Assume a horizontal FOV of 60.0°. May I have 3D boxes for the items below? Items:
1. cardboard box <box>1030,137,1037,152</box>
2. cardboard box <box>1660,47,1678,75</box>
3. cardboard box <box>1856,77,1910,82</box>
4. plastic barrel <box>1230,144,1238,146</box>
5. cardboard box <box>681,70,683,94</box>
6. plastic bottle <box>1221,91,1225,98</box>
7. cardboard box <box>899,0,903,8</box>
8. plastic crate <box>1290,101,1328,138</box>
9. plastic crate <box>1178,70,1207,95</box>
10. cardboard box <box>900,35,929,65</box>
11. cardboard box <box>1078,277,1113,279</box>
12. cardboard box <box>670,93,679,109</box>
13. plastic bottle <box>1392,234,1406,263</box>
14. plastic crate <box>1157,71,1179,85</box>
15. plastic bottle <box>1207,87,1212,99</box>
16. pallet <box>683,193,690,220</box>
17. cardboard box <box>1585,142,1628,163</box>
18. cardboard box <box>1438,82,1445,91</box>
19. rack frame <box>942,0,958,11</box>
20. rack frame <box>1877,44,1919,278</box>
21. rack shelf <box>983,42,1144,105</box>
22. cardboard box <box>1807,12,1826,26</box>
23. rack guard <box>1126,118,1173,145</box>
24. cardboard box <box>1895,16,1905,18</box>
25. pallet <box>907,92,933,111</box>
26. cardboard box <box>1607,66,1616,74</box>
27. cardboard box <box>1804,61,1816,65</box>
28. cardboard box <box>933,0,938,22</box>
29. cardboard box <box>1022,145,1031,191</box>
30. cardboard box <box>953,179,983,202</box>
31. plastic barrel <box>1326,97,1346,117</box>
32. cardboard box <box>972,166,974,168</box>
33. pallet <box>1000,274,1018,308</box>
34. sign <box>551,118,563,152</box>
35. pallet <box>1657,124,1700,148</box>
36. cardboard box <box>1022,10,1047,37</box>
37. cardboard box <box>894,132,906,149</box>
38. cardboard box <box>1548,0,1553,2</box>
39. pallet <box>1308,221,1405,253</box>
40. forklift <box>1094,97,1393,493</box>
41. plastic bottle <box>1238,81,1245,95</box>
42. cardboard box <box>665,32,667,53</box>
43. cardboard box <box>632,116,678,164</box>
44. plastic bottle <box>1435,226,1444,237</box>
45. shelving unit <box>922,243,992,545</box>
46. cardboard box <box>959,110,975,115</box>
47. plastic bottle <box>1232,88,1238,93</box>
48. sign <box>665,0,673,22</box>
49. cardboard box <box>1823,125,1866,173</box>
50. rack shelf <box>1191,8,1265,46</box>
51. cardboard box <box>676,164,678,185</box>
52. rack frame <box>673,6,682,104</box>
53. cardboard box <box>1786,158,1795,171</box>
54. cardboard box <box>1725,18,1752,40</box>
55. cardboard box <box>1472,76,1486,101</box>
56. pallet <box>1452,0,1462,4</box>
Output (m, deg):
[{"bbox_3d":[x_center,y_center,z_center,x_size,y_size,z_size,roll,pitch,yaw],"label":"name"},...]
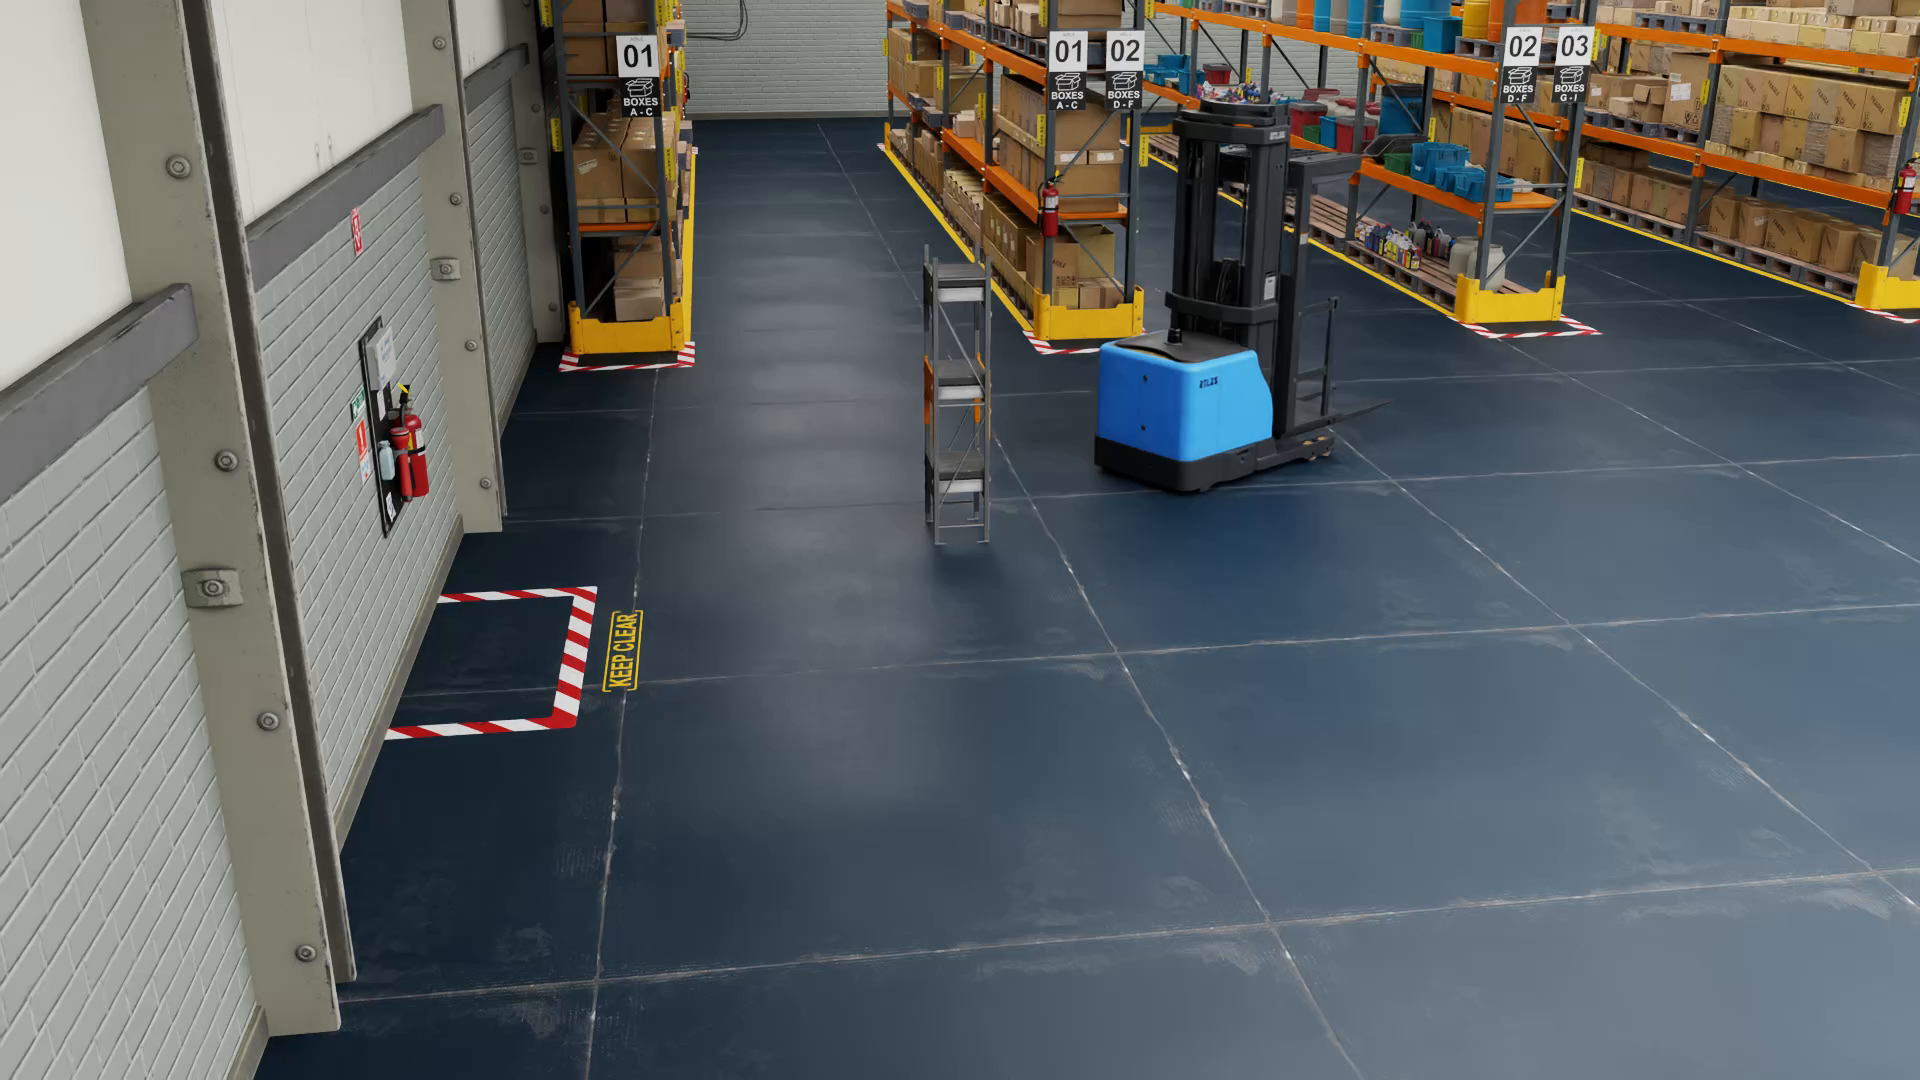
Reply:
[{"bbox_3d":[1.004,-4.491,18.883,0.380,0.149,0.250,-2,21,-6],"label":"cardboard box"},{"bbox_3d":[13.899,-9.220,32.047,0.500,0.500,0.500,-3,21,-8],"label":"cardboard box"},{"bbox_3d":[11.251,-5.364,20.293,0.500,0.500,0.500,-3,21,-8],"label":"cardboard box"},{"bbox_3d":[4.725,-6.460,28.182,0.421,0.512,0.421,0,20,0],"label":"plastic barrel"},{"bbox_3d":[-5.397,-8.146,29.311,0.980,0.700,0.700,-3,21,-9],"label":"cardboard box"},{"bbox_3d":[4.414,-7.381,27.876,0.097,0.271,0.097,0,20,0],"label":"plastic bottle"},{"bbox_3d":[-0.809,-9.651,29.697,0.500,0.250,0.500,-3,21,-8],"label":"cardboard box"},{"bbox_3d":[5.075,-6.134,24.260,0.402,0.464,0.583,-3,21,-8],"label":"plastic crate"},{"bbox_3d":[4.163,-8.229,29.898,0.392,0.384,0.575,-3,21,-8],"label":"plastic crate"},{"bbox_3d":[-0.812,-8.844,30.036,0.500,0.500,0.500,-3,21,-7],"label":"cardboard box"},{"bbox_3d":[1.463,-2.939,19.127,0.500,0.250,0.500,-3,21,-8],"label":"cardboard box"},{"bbox_3d":[-4.476,-6.556,24.885,0.500,0.500,0.500,-2,21,-6],"label":"cardboard box"},{"bbox_3d":[5.542,-3.682,20.943,0.144,0.351,0.185,-2,21,-6],"label":"plastic bottle"},{"bbox_3d":[3.934,-8.736,31.473,0.416,0.233,0.300,-3,21,-8],"label":"plastic crate"},{"bbox_3d":[4.300,-7.656,28.610,0.097,0.271,0.097,0,20,0],"label":"plastic bottle"},{"bbox_3d":[-4.698,-5.149,25.702,1.003,0.211,1.213,-3,21,-8],"label":"pallet"},{"bbox_3d":[10.172,-6.084,26.092,0.500,0.250,0.500,-2,21,-6],"label":"cardboard box"},{"bbox_3d":[9.064,-8.374,30.709,0.380,0.149,0.250,-3,21,-7],"label":"cardboard box"},{"bbox_3d":[0.243,-9.241,24.096,1.000,3.000,0.127,-3,21,-8],"label":"rack frame"},{"bbox_3d":[11.199,-4.159,19.063,1.000,3.000,0.127,-3,21,-8],"label":"rack frame"},{"bbox_3d":[1.108,-5.421,19.184,1.077,0.370,4.000,-3,21,-8],"label":"rack shelf"},{"bbox_3d":[10.661,-6.400,20.422,0.380,0.149,0.250,-2,21,-6],"label":"cardboard box"},{"bbox_3d":[3.975,-8.285,33.685,1.175,0.500,0.348,-3,21,-8],"label":"rack guard"},{"bbox_3d":[11.289,-6.145,19.740,0.380,0.149,0.250,-3,21,-8],"label":"cardboard box"},{"bbox_3d":[-0.327,-7.443,28.131,1.003,0.211,1.213,-3,21,-8],"label":"pallet"},{"bbox_3d":[13.538,-9.667,34.171,0.380,0.149,0.250,-3,21,-8],"label":"cardboard box"},{"bbox_3d":[14.871,-8.213,28.826,0.380,0.149,0.250,-3,21,-9],"label":"cardboard box"},{"bbox_3d":[0.073,-8.208,25.476,0.910,0.500,0.500,-3,21,-8],"label":"cardboard box"},{"bbox_3d":[1.115,-4.405,19.581,0.700,0.500,0.500,-2,21,-6],"label":"cardboard box"},{"bbox_3d":[0.183,-5.047,23.971,0.500,0.311,0.500,-3,21,-9],"label":"cardboard box"},{"bbox_3d":[5.565,-6.240,24.476,0.421,0.512,0.421,0,20,0],"label":"plastic barrel"},{"bbox_3d":[0.460,-5.637,25.966,0.500,0.500,0.500,-2,21,-5],"label":"cardboard box"},{"bbox_3d":[1.072,-3.038,20.049,1.003,0.211,1.213,-3,21,-8],"label":"pallet"},{"bbox_3d":[-4.058,-4.079,16.742,0.100,0.325,0.005,-3,21,-8],"label":"sign"},{"bbox_3d":[10.656,-5.726,23.533,1.003,0.211,1.213,-3,21,-8],"label":"pallet"},{"bbox_3d":[0.969,-5.643,18.164,0.500,0.250,0.500,-3,21,-8],"label":"cardboard box"},{"bbox_3d":[-0.969,-7.569,31.496,0.500,0.250,0.500,-3,21,-8],"label":"cardboard box"},{"bbox_3d":[9.675,-9.079,27.208,0.500,0.500,0.500,-2,21,-5],"label":"cardboard box"},{"bbox_3d":[5.570,-4.257,23.313,1.003,0.211,1.213,-3,21,-8],"label":"pallet"},{"bbox_3d":[2.545,-2.161,13.812,3.031,2.935,1.130,-17,27,-38],"label":"forklift"},{"bbox_3d":[4.882,-7.731,28.700,0.144,0.351,0.185,-3,21,-8],"label":"plastic bottle"},{"bbox_3d":[-3.587,-5.727,18.805,0.500,0.500,0.500,-4,21,-10],"label":"cardboard box"},{"bbox_3d":[-3.630,-4.764,19.798,0.500,0.500,0.500,-3,21,-8],"label":"cardboard box"},{"bbox_3d":[6.174,-3.872,21.454,0.144,0.351,0.185,-3,21,-8],"label":"plastic bottle"},{"bbox_3d":[-0.024,-1.041,12.002,0.431,2.100,0.503,-3,21,-8],"label":"shelving unit"},{"bbox_3d":[0.252,-6.260,24.818,0.500,0.311,0.500,-2,21,-4],"label":"cardboard box"},{"bbox_3d":[4.824,-7.838,29.198,0.097,0.201,0.097,0,20,0],"label":"plastic bottle"},{"bbox_3d":[-3.546,-6.471,20.230,0.100,0.325,0.005,-3,21,-8],"label":"sign"},{"bbox_3d":[10.956,-4.704,19.955,0.875,0.500,0.500,-3,21,-8],"label":"cardboard box"},{"bbox_3d":[4.857,-8.439,27.266,1.077,0.370,4.000,-3,21,-8],"label":"rack shelf"},{"bbox_3d":[-3.563,-4.238,19.462,0.500,0.250,0.500,-3,21,-8],"label":"cardboard box"},{"bbox_3d":[-5.235,-7.564,28.181,1.000,3.000,0.127,-3,21,-8],"label":"rack frame"},{"bbox_3d":[10.666,-4.733,20.961,0.380,0.149,0.250,-3,21,-8],"label":"cardboard box"},{"bbox_3d":[10.434,-6.710,21.821,0.500,0.250,0.500,-4,21,-10],"label":"cardboard box"},{"bbox_3d":[9.362,-8.014,29.244,0.500,0.500,0.500,-3,21,-8],"label":"cardboard box"},{"bbox_3d":[9.362,-9.961,30.438,1.003,0.211,1.213,-3,21,-8],"label":"pallet"}]
